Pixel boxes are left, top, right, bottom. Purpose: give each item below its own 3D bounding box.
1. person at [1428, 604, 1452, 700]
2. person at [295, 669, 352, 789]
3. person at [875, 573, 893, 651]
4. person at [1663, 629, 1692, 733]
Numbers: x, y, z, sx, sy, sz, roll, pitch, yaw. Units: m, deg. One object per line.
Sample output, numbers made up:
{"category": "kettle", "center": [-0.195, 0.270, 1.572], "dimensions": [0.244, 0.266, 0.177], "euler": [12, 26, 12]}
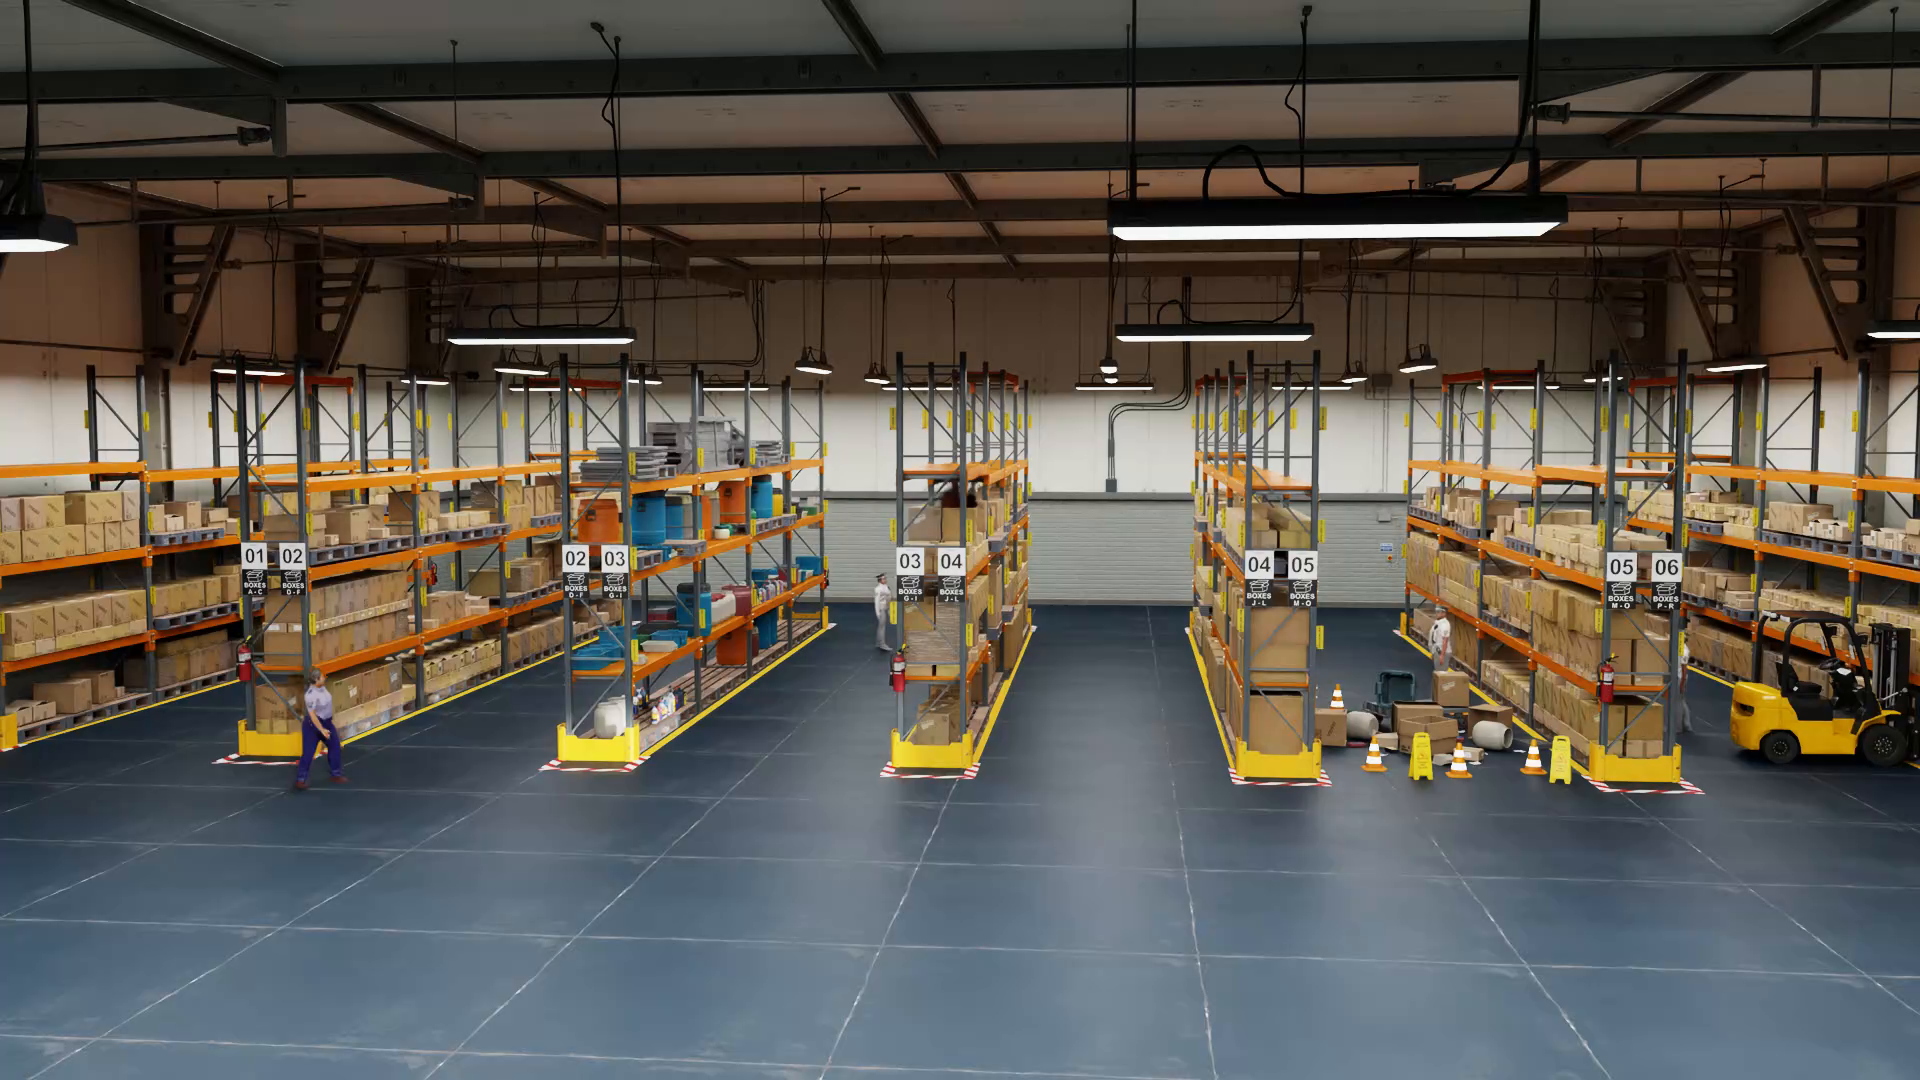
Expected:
{"category": "person", "center": [8.523, 2.020, 29.522], "dimensions": [0.405, 1.774, 0.596], "euler": [1, 4, 16]}
{"category": "person", "center": [-8.788, 2.587, 22.852], "dimensions": [0.598, 1.661, 0.635], "euler": [1, 4, 12]}
{"category": "person", "center": [-1.647, 1.564, 36.677], "dimensions": [0.488, 1.708, 0.524], "euler": [2, 4, 22]}
{"category": "person", "center": [11.596, 2.261, 26.829], "dimensions": [0.417, 1.696, 0.478], "euler": [2, 5, 31]}
